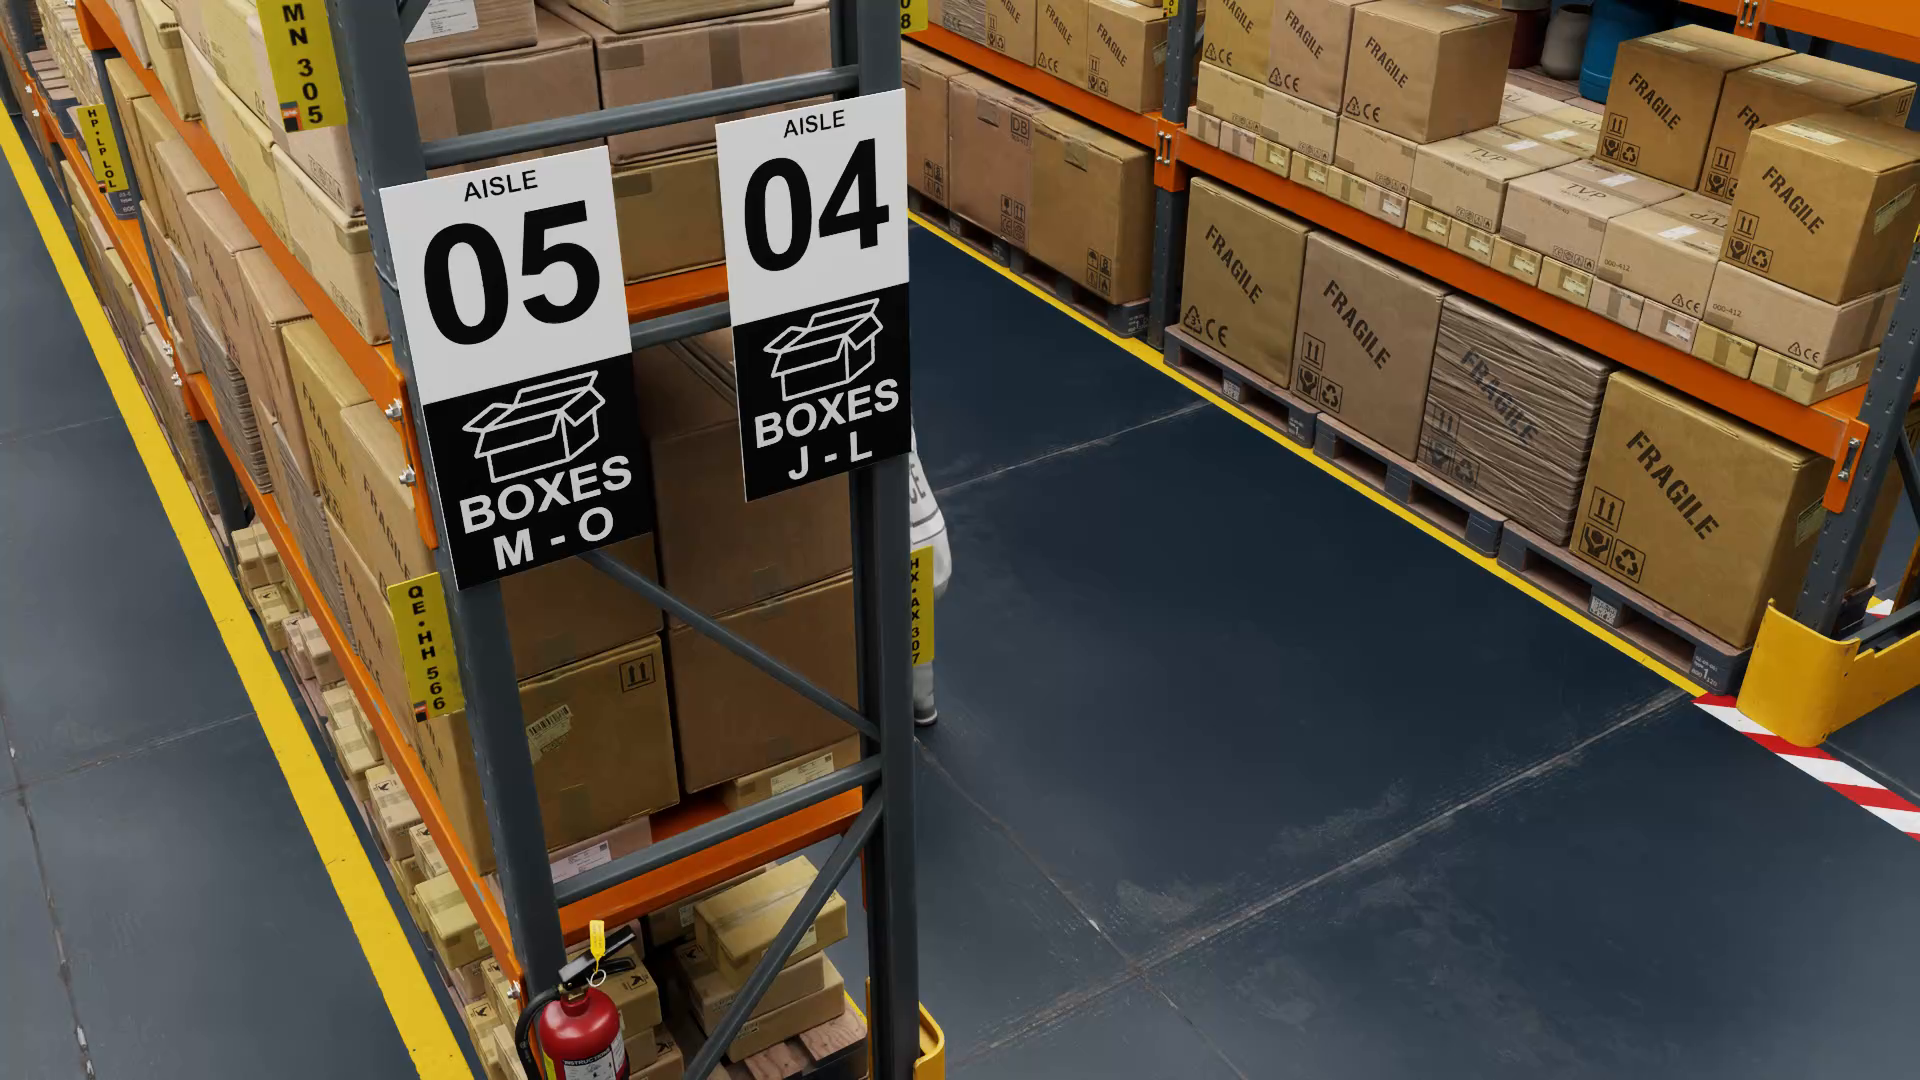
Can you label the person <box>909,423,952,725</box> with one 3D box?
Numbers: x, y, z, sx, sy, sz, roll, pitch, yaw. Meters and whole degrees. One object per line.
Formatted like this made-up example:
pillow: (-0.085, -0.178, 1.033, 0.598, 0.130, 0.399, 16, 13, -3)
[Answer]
person: (-0.376, 0.066, 6.252, 0.587, 1.523, 0.729, -20, 37, -28)
